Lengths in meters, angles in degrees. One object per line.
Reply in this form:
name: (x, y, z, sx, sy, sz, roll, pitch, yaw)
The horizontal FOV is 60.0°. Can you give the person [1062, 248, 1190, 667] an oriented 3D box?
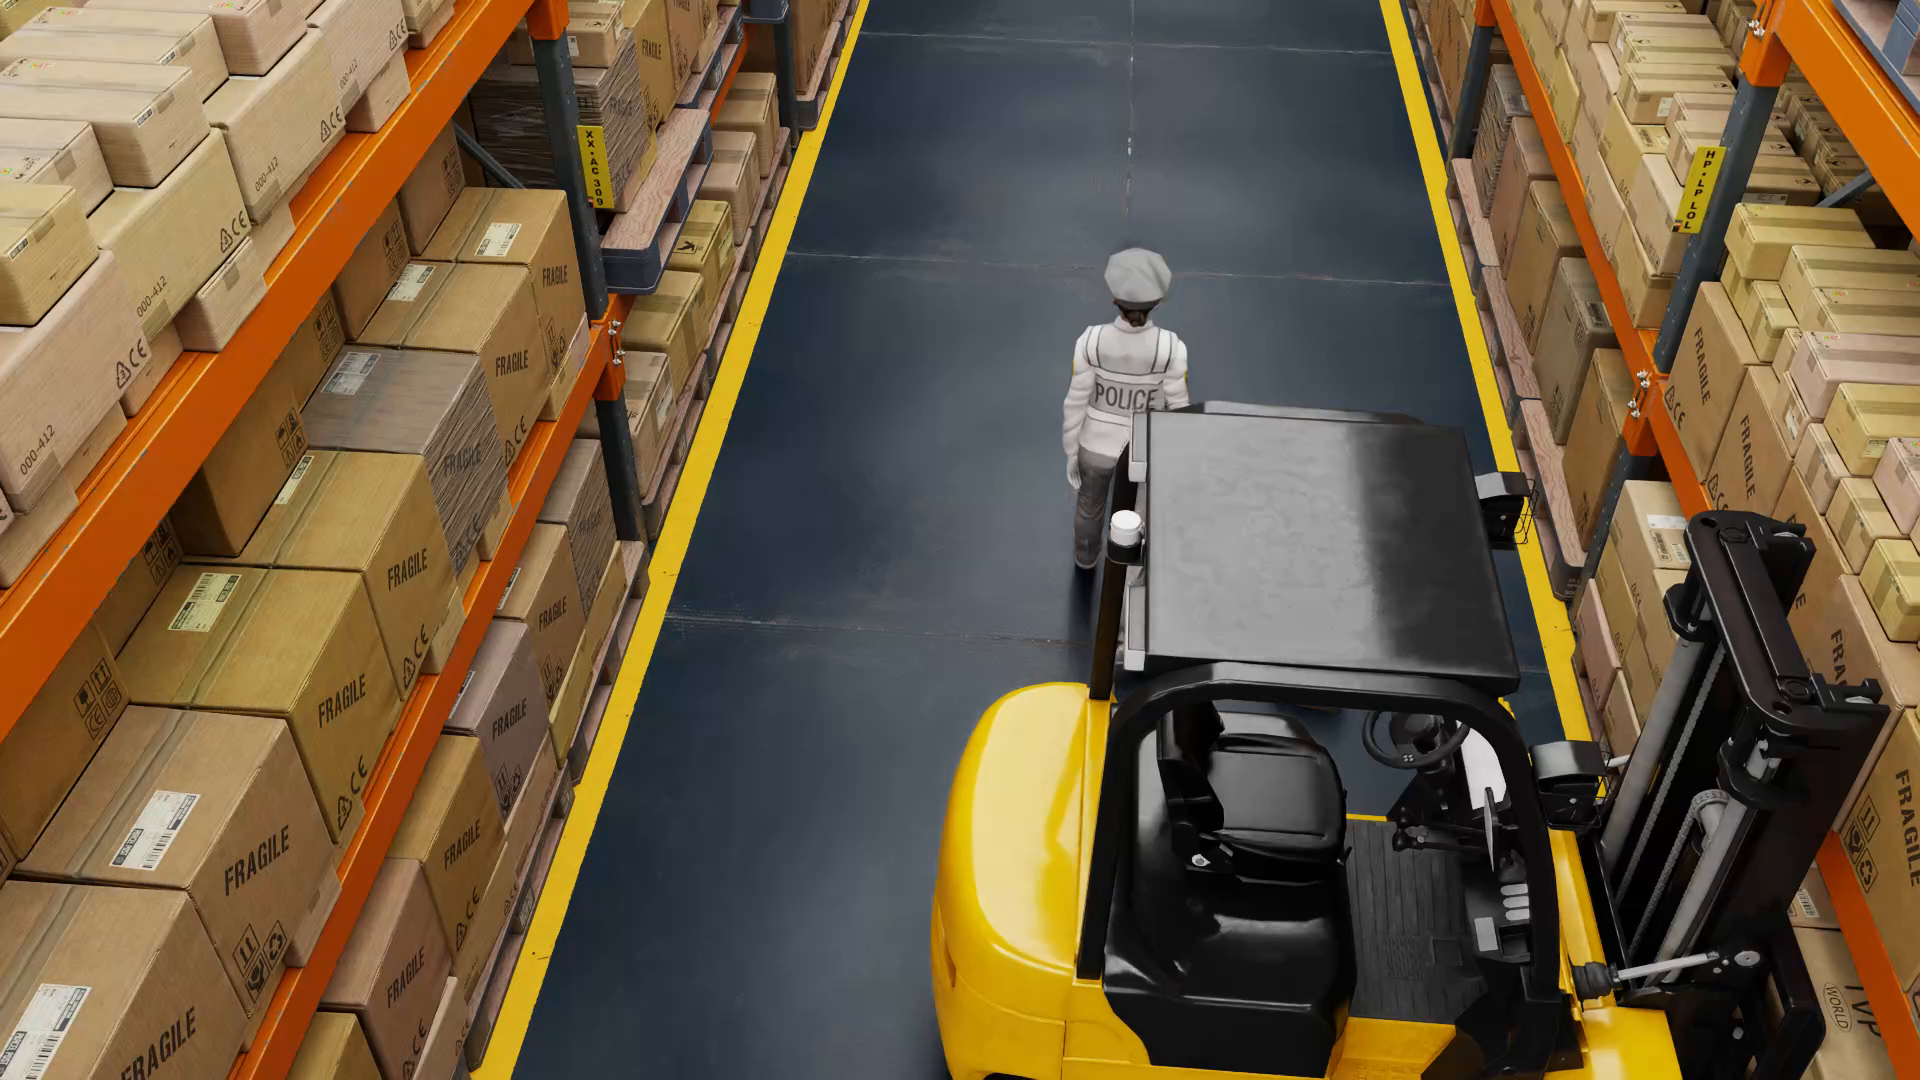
person: (0.658, -0.351, 6.555, 0.554, 1.648, 0.916, 12, 42, 14)
